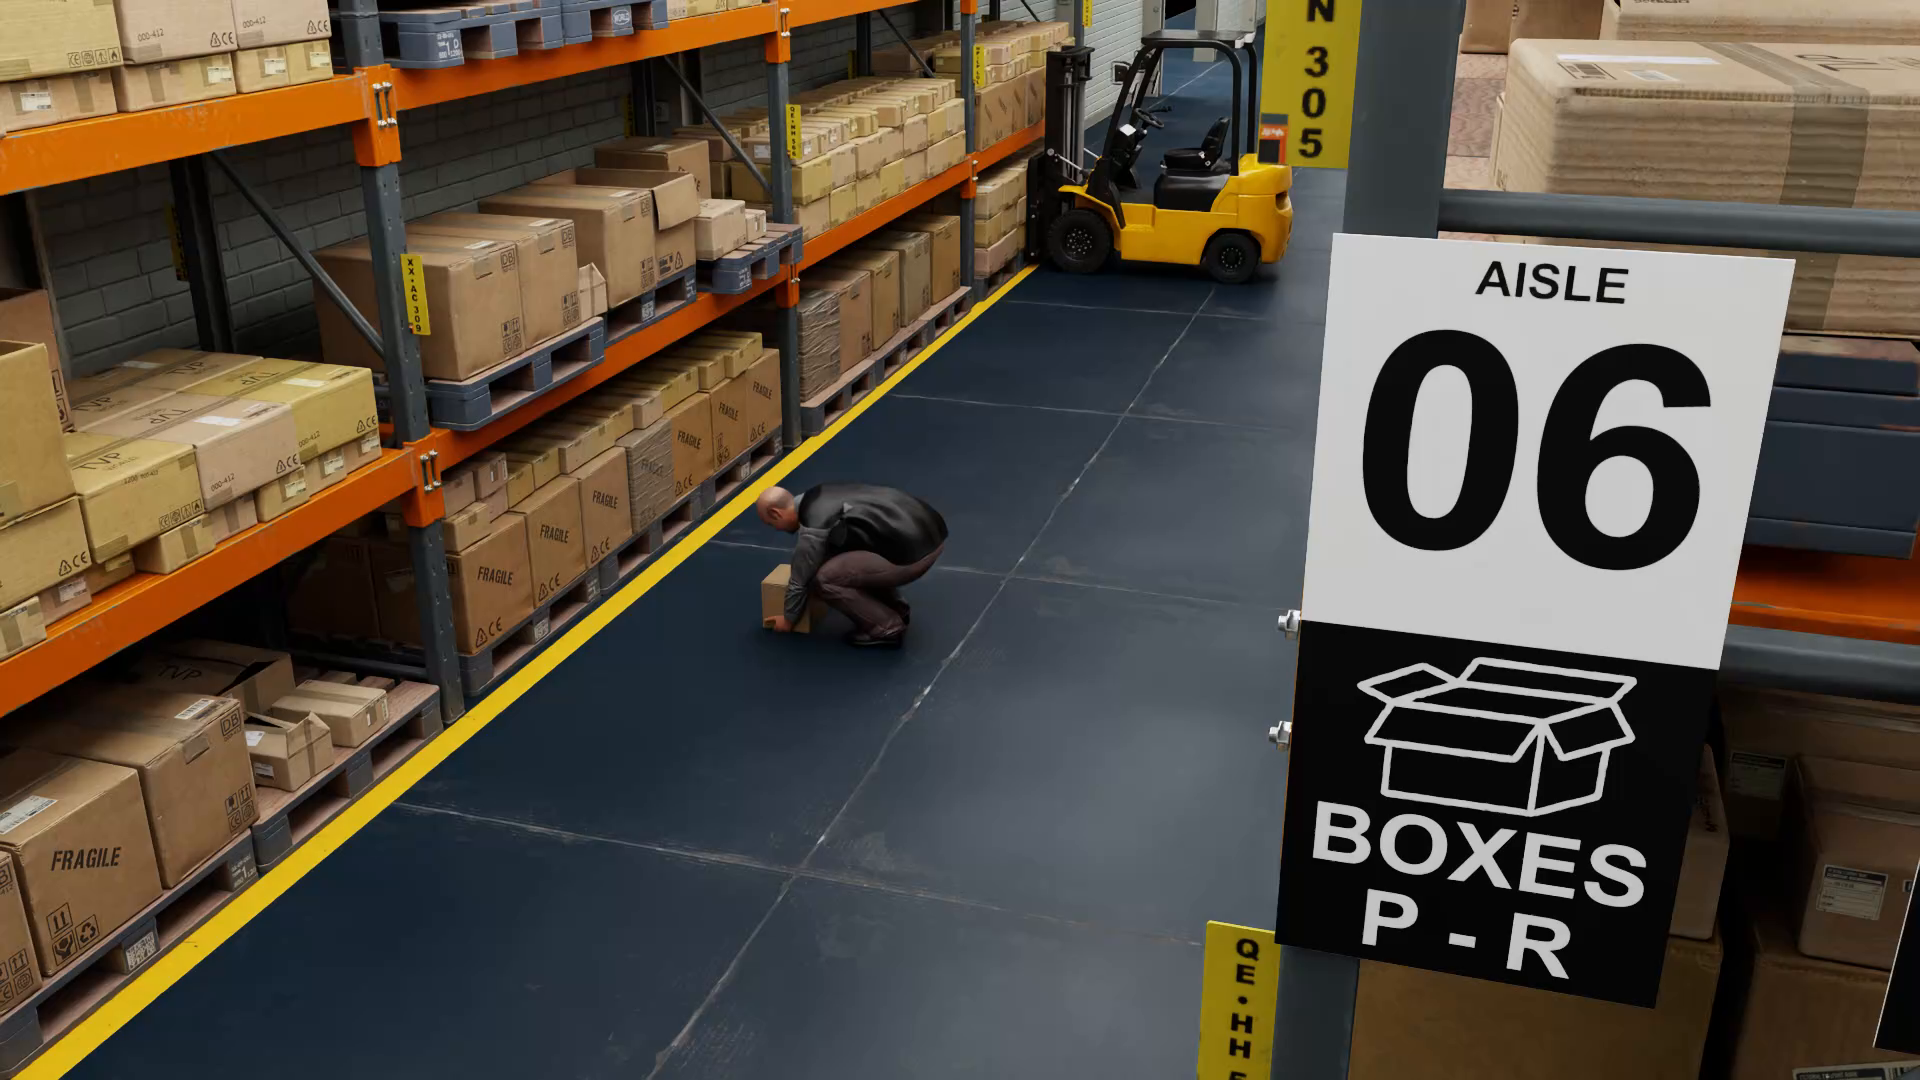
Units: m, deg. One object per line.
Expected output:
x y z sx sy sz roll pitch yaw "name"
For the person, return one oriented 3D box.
-0.537 0.103 8.181 0.936 0.790 0.500 6 23 14 "person"
